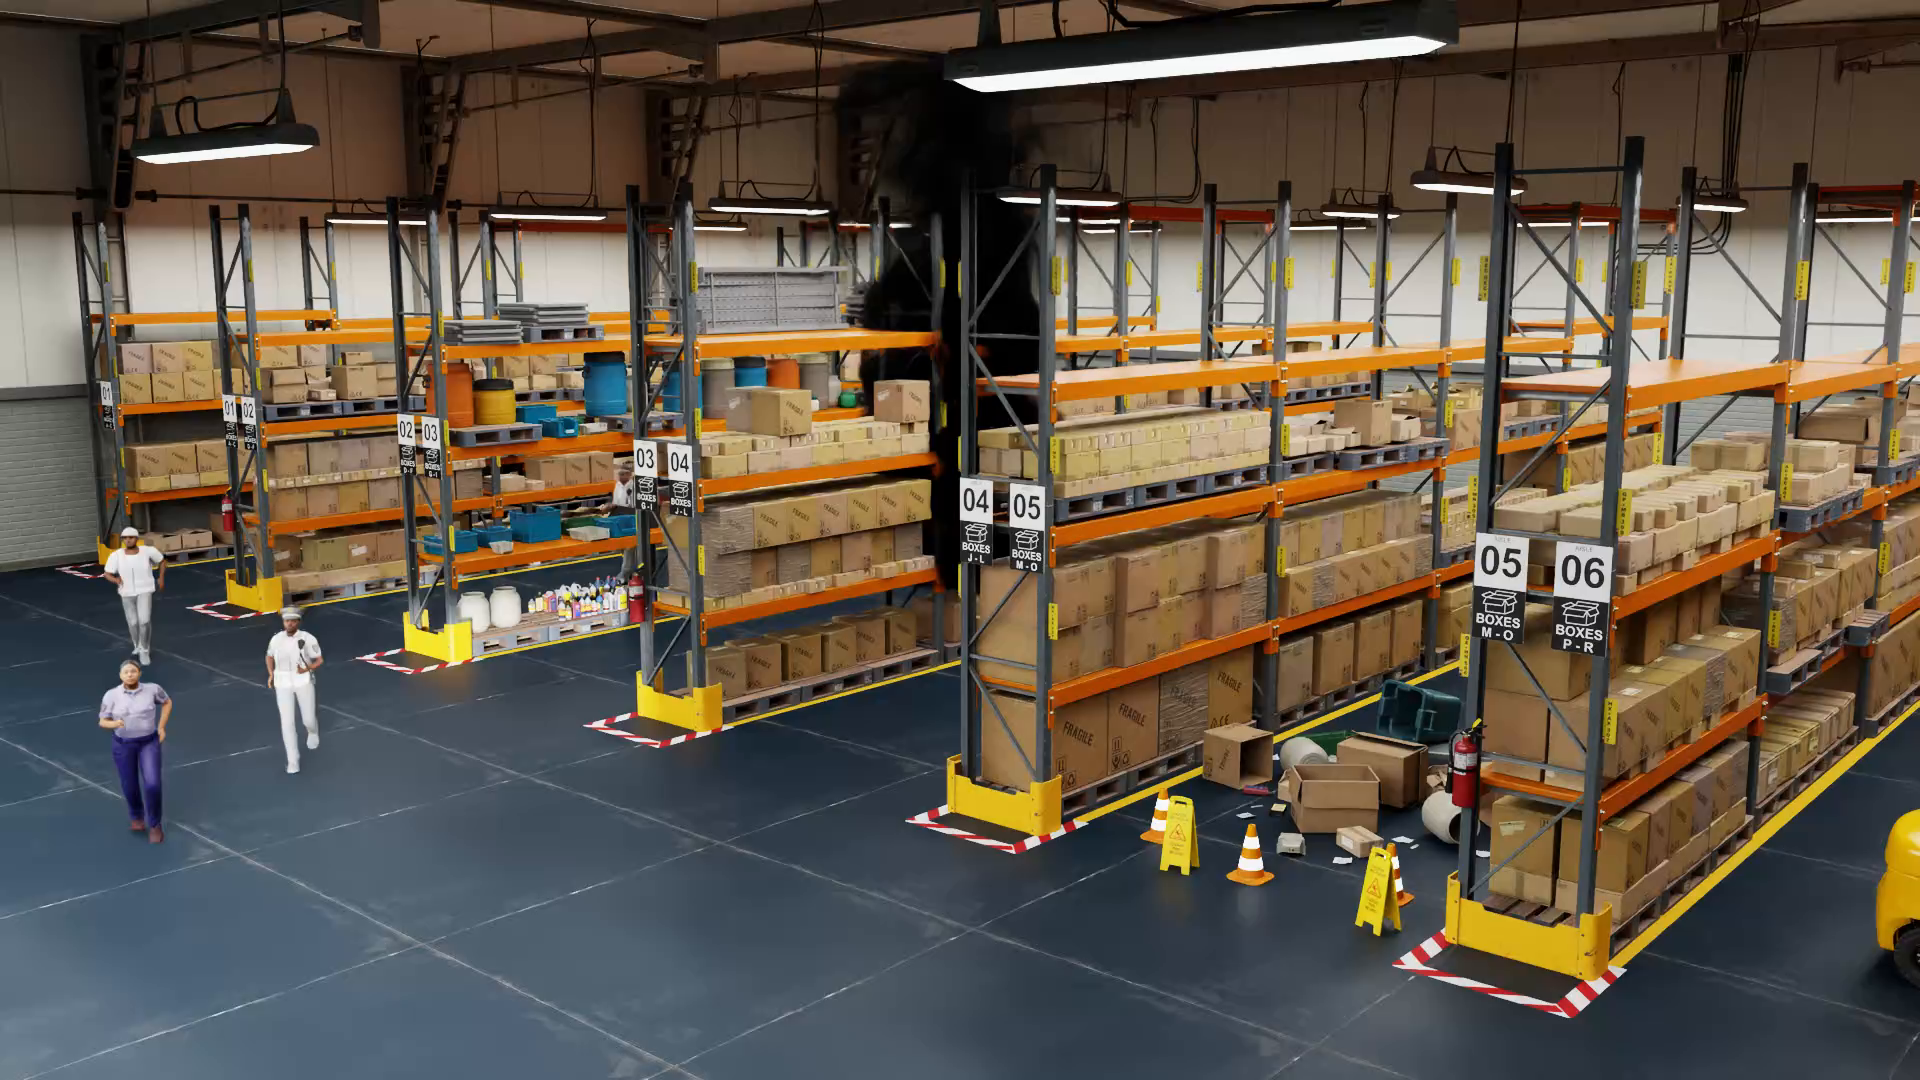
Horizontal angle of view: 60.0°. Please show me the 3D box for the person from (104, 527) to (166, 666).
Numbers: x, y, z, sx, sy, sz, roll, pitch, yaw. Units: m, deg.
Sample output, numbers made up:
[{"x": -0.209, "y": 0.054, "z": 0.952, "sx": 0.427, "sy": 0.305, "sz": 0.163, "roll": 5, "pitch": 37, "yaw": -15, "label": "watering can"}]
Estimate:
[{"x": -10.741, "y": 0.724, "z": 21.680, "sx": 0.697, "sy": 1.813, "sz": 0.730, "roll": -3, "pitch": 10, "yaw": -15, "label": "person"}]

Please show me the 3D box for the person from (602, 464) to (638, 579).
[{"x": -5.156, "y": -0.300, "z": 26.077, "sx": 0.648, "sy": 1.814, "sz": 0.867, "roll": 7, "pitch": 12, "yaw": 37, "label": "person"}]

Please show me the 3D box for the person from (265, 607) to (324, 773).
[{"x": -6.883, "y": 1.499, "z": 17.211, "sx": 0.588, "sy": 1.670, "sz": 0.850, "roll": -2, "pitch": 10, "yaw": -13, "label": "person"}]

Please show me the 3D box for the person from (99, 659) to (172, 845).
[{"x": -7.390, "y": 1.907, "z": 14.953, "sx": 0.582, "sy": 1.695, "sz": 0.680, "roll": -4, "pitch": 10, "yaw": -22, "label": "person"}]
